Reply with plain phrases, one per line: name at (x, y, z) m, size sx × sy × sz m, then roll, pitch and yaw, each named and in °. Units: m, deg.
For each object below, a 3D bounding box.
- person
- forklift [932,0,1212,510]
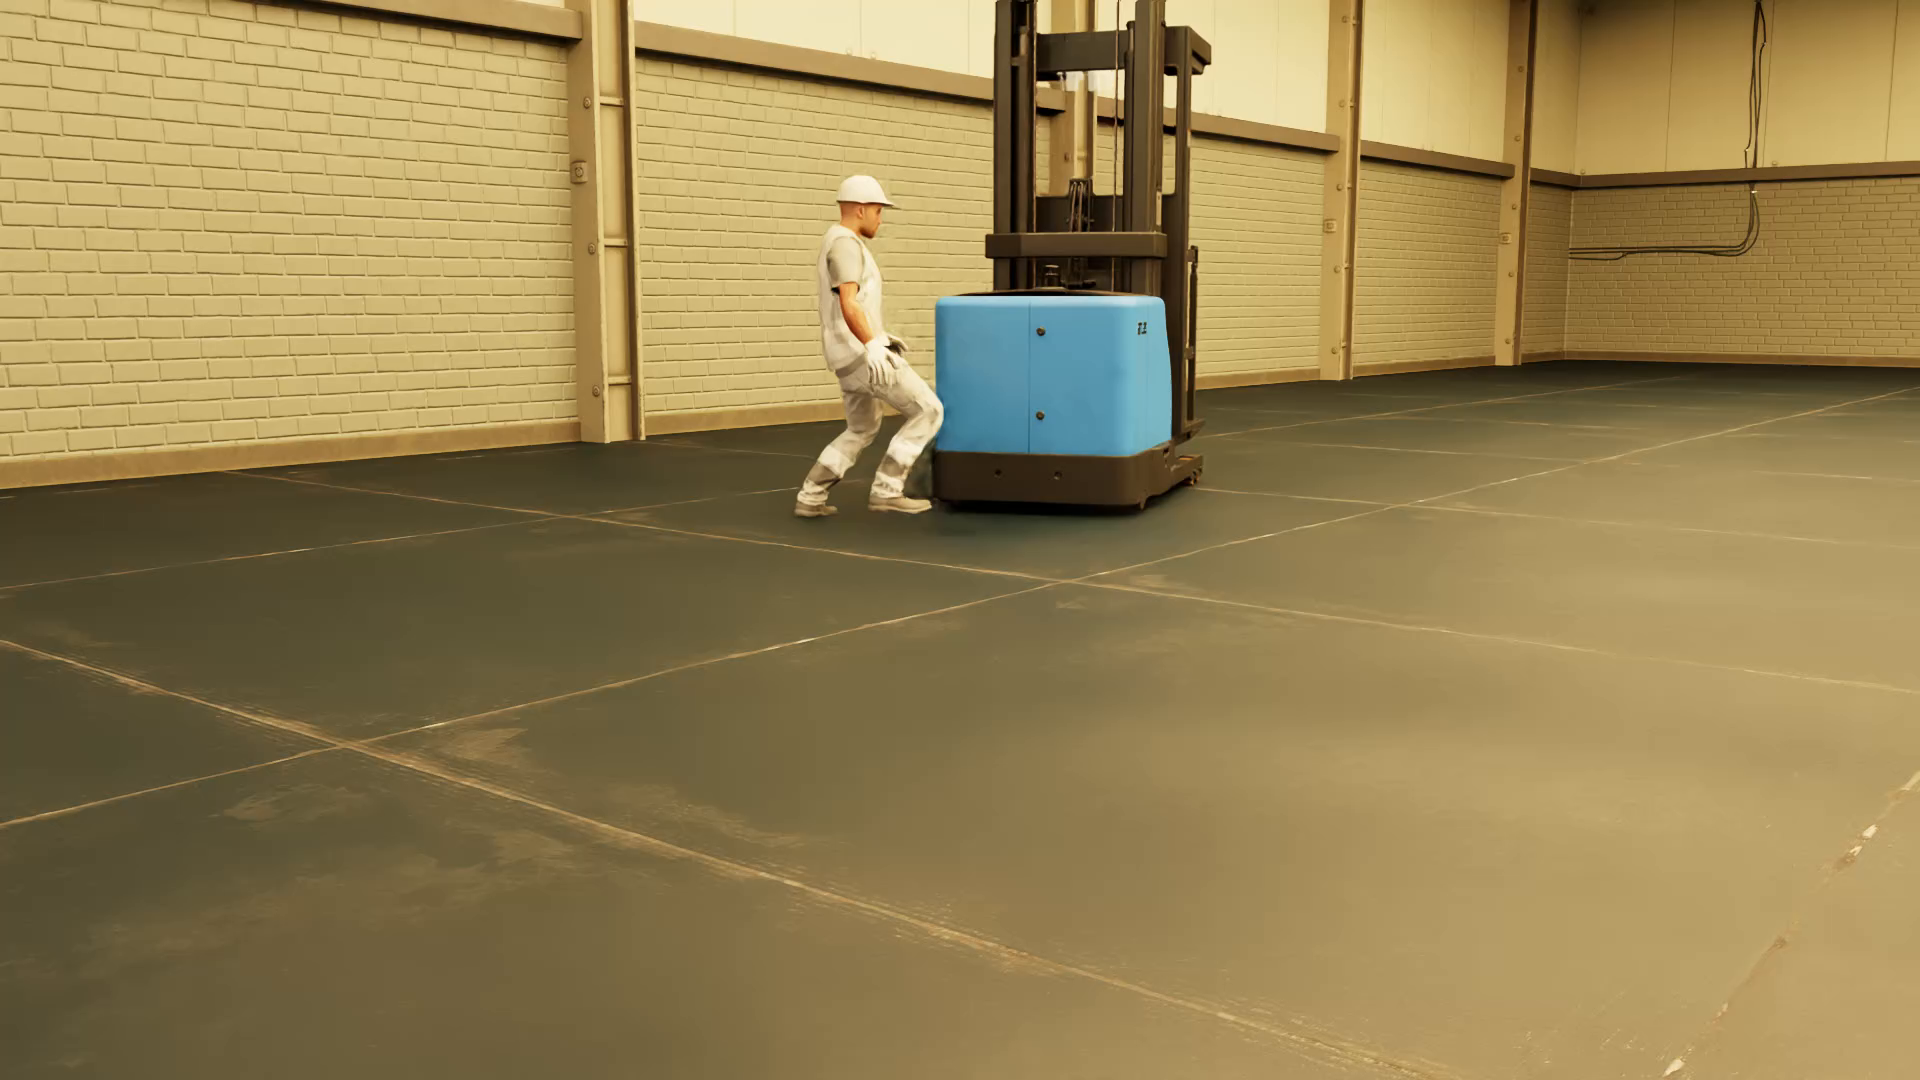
person at (-0.452, -0.888, 7.891) m, size 0.678 × 1.651 × 0.993 m, roll -1°, pitch 8°, yaw -7°
forklift at (0.792, -1.773, 9.400) m, size 1.130 × 2.935 × 3.031 m, roll 3°, pitch 9°, yaw 17°
